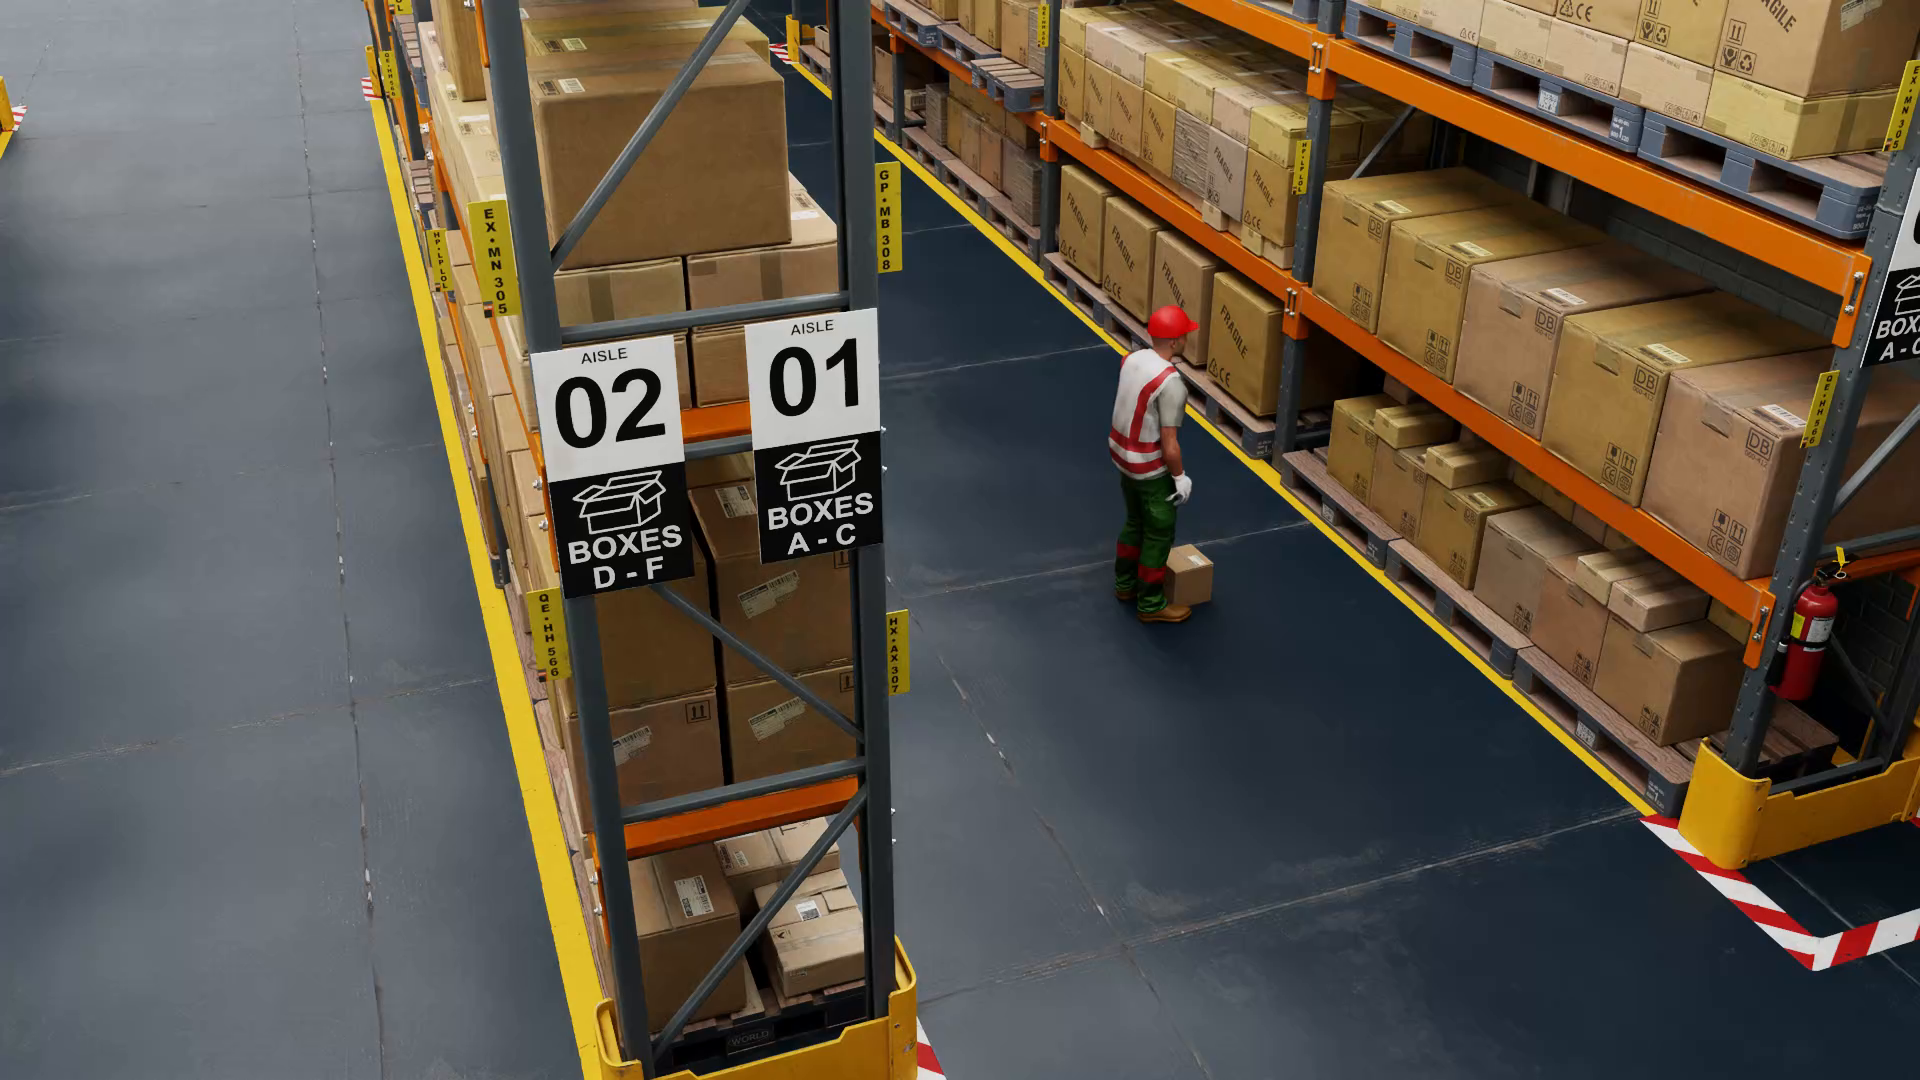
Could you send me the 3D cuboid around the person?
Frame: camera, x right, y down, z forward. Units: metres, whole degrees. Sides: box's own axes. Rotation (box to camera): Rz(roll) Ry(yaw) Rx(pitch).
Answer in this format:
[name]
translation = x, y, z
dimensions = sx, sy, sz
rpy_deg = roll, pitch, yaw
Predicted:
[person]
translation = 1.053, -0.421, 9.073
dimensions = 0.448, 1.780, 0.623
rpy_deg = -12, 32, -19
